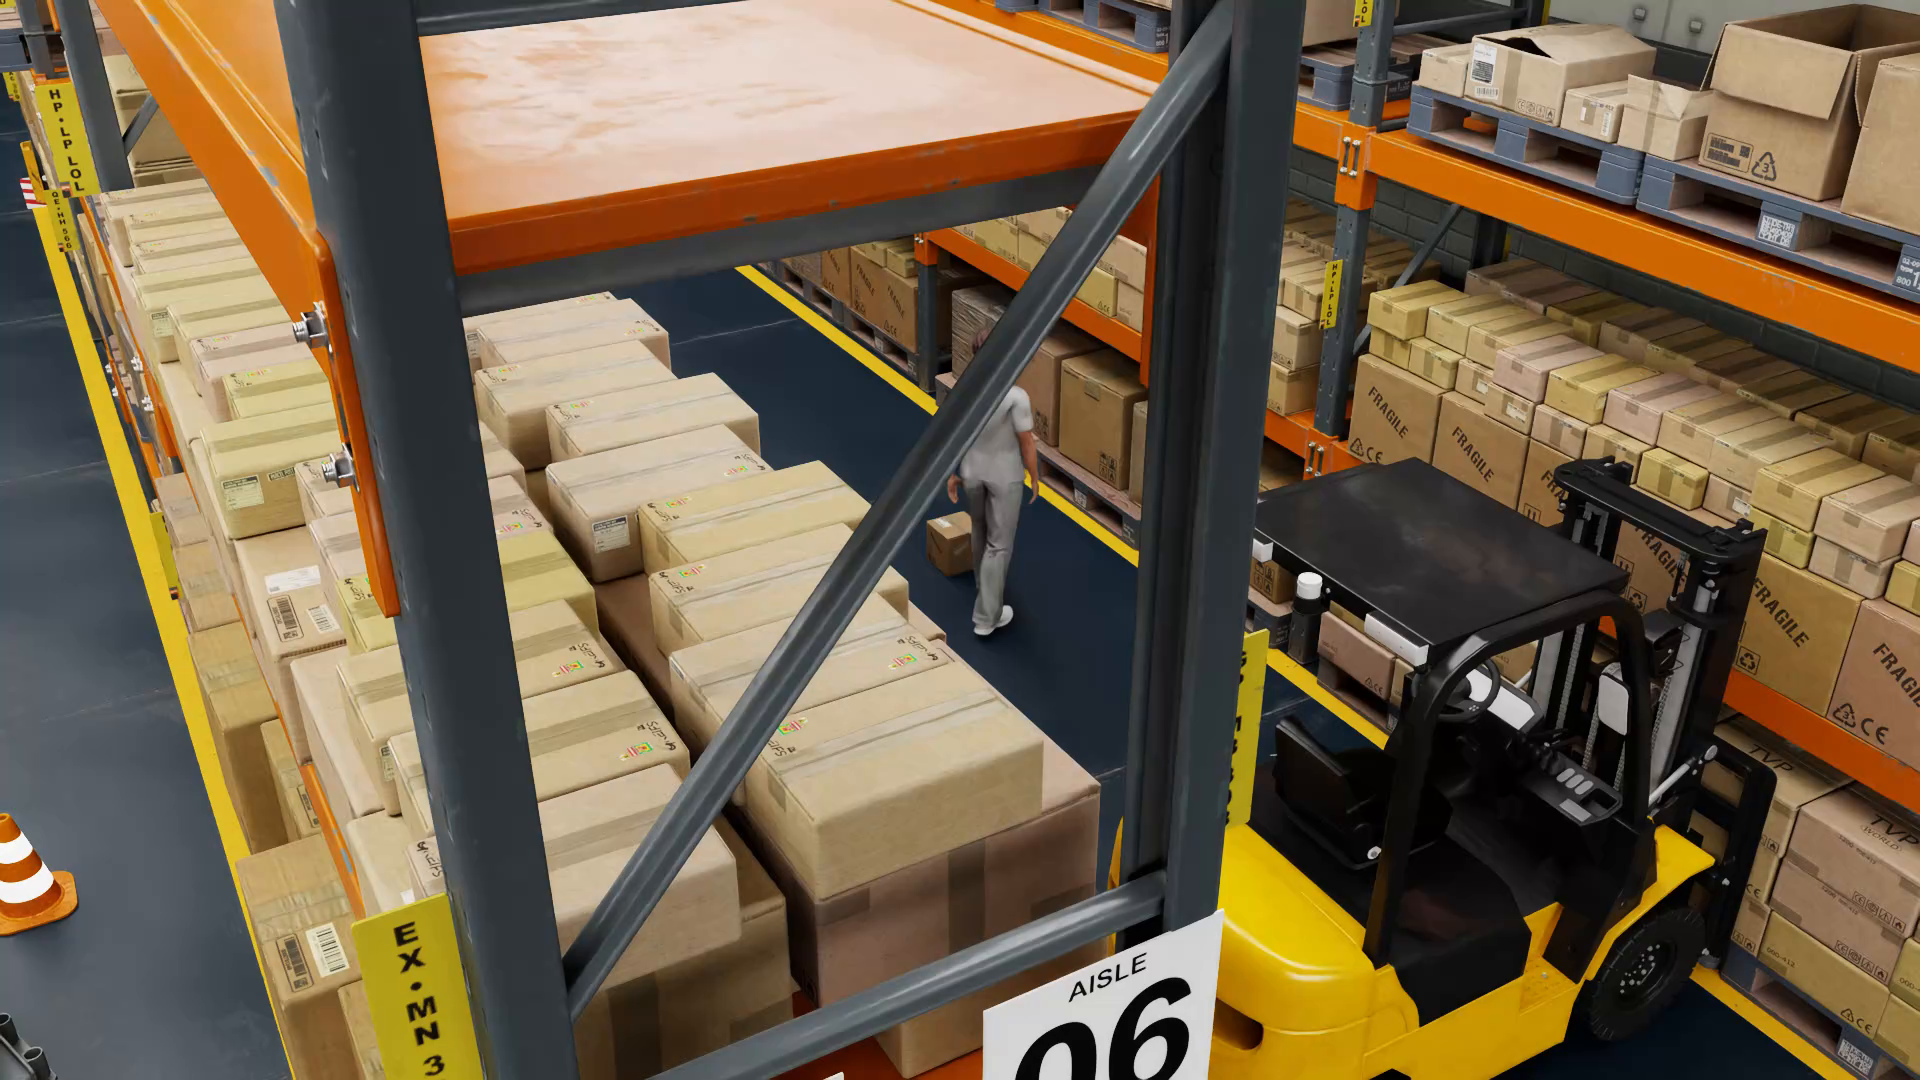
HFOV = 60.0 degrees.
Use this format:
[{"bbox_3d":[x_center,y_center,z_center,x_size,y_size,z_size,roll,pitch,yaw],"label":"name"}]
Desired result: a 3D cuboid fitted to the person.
[{"bbox_3d":[0.206,-0.350,8.738,0.465,1.666,0.659,13,31,21],"label":"person"}]
